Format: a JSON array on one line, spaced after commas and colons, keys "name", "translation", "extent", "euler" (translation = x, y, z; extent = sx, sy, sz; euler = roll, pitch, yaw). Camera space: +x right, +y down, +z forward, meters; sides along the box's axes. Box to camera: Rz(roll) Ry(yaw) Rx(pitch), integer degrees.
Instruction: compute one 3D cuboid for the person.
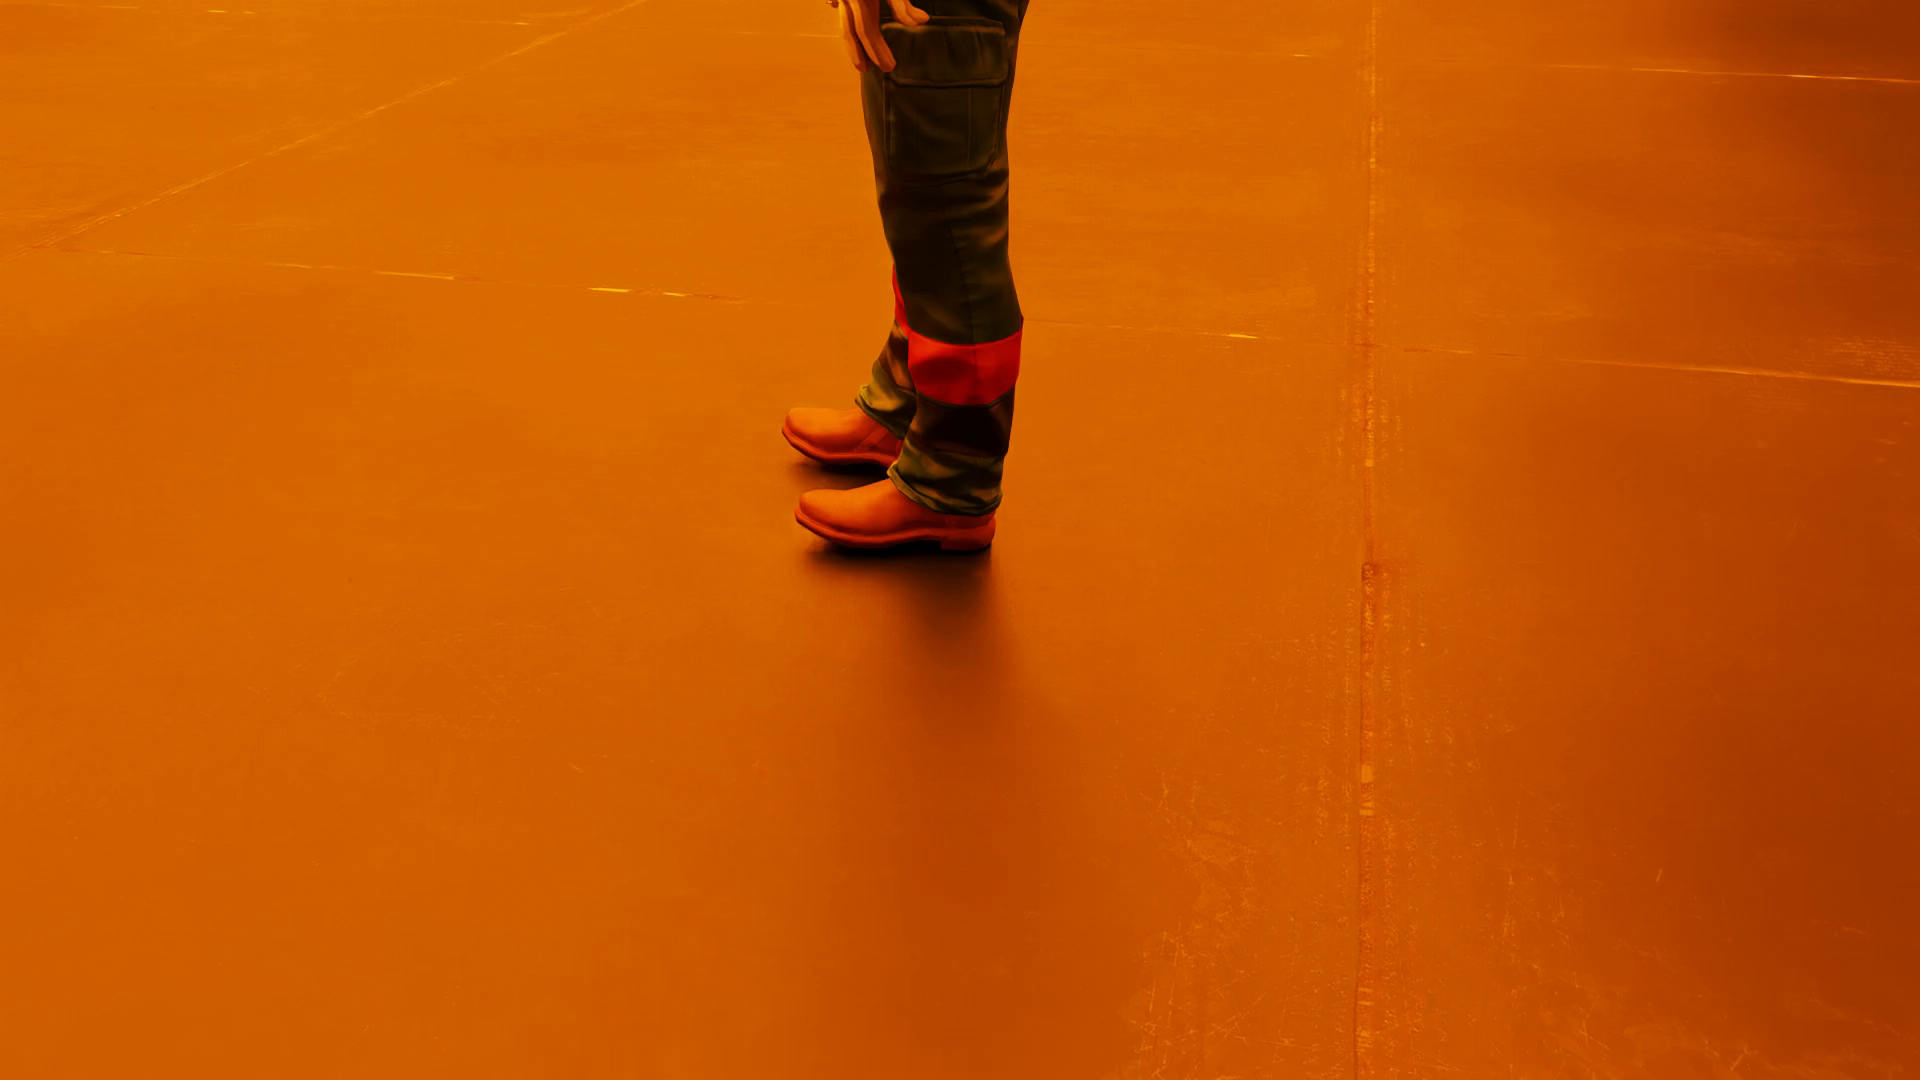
[{"name": "person", "translation": [-0.076, -0.819, 2.120], "extent": [0.562, 1.790, 0.637], "euler": [6, 27, 11]}]
